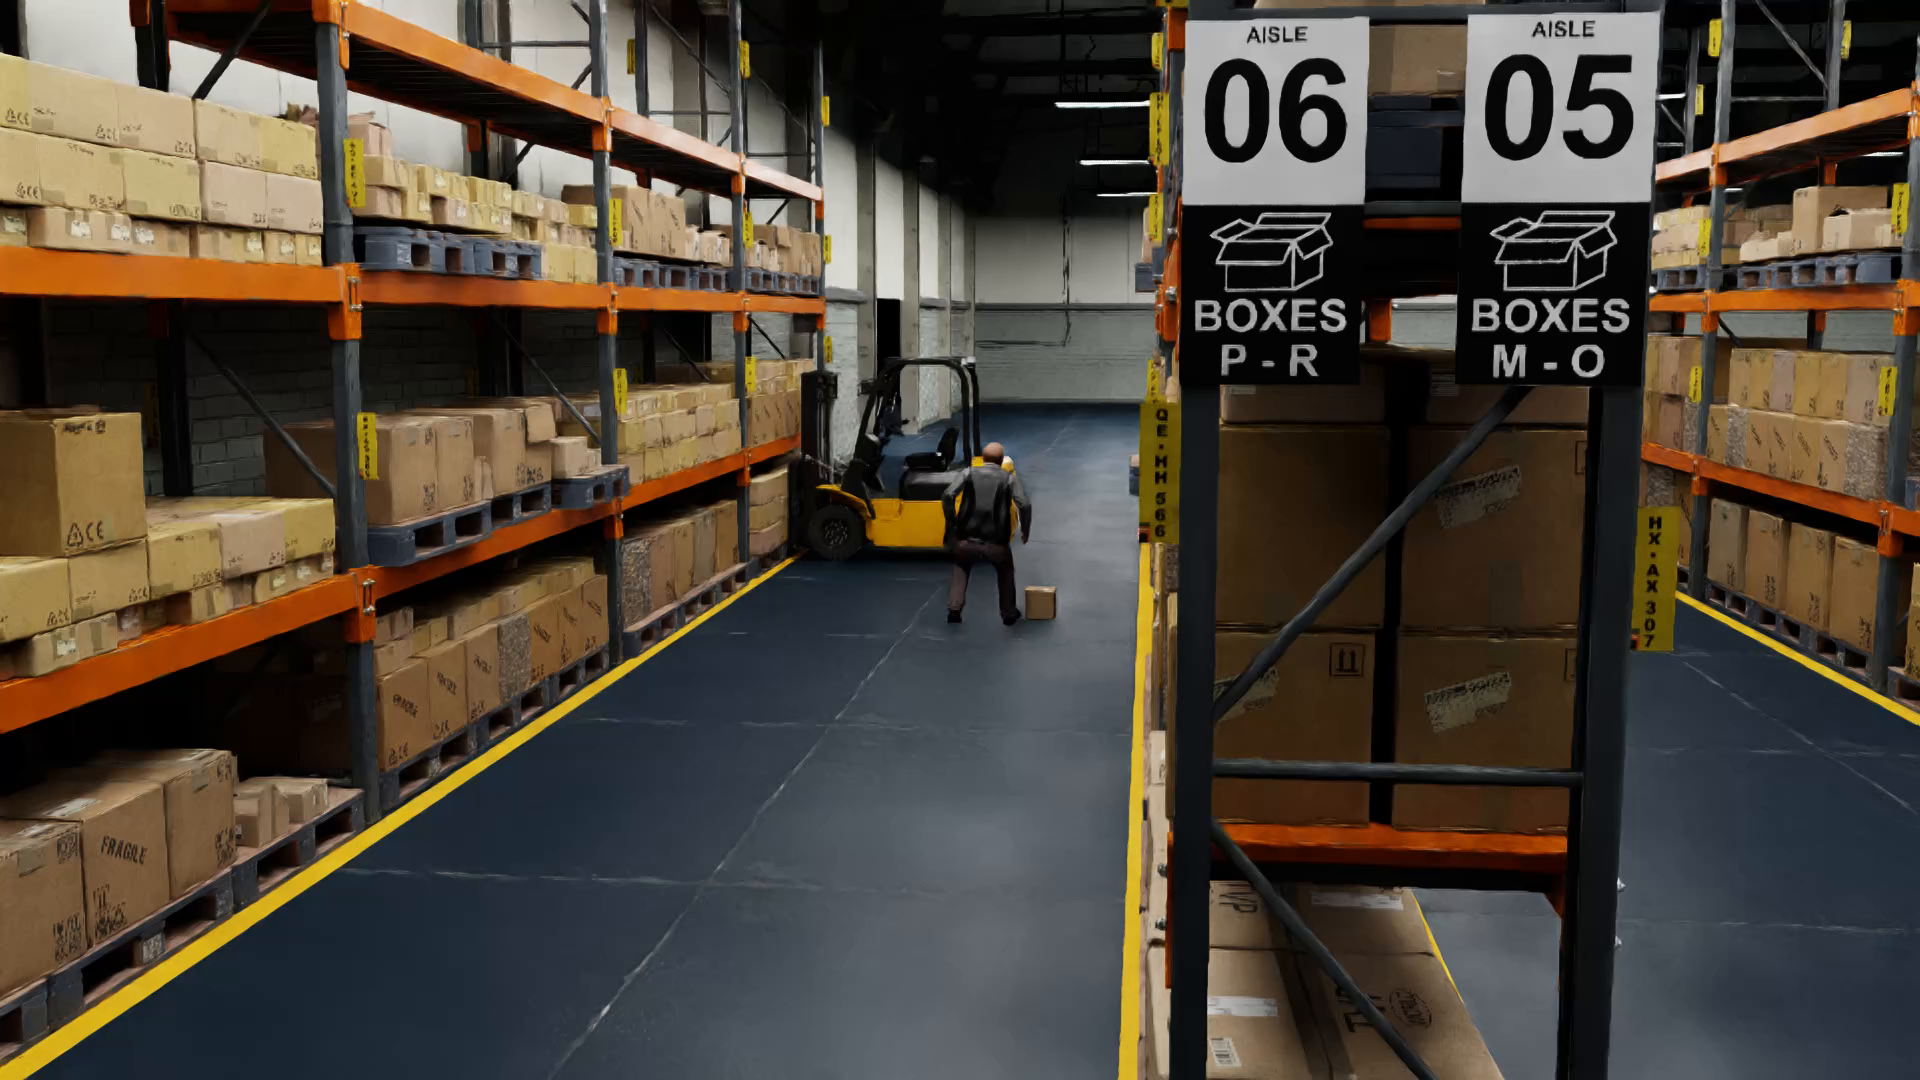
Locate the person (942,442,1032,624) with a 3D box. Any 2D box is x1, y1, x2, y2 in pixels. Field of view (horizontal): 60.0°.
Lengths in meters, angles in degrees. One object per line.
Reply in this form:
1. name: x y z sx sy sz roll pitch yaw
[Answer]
1. person: 0.245 -0.043 13.860 0.737 1.546 0.795 1 8 7
